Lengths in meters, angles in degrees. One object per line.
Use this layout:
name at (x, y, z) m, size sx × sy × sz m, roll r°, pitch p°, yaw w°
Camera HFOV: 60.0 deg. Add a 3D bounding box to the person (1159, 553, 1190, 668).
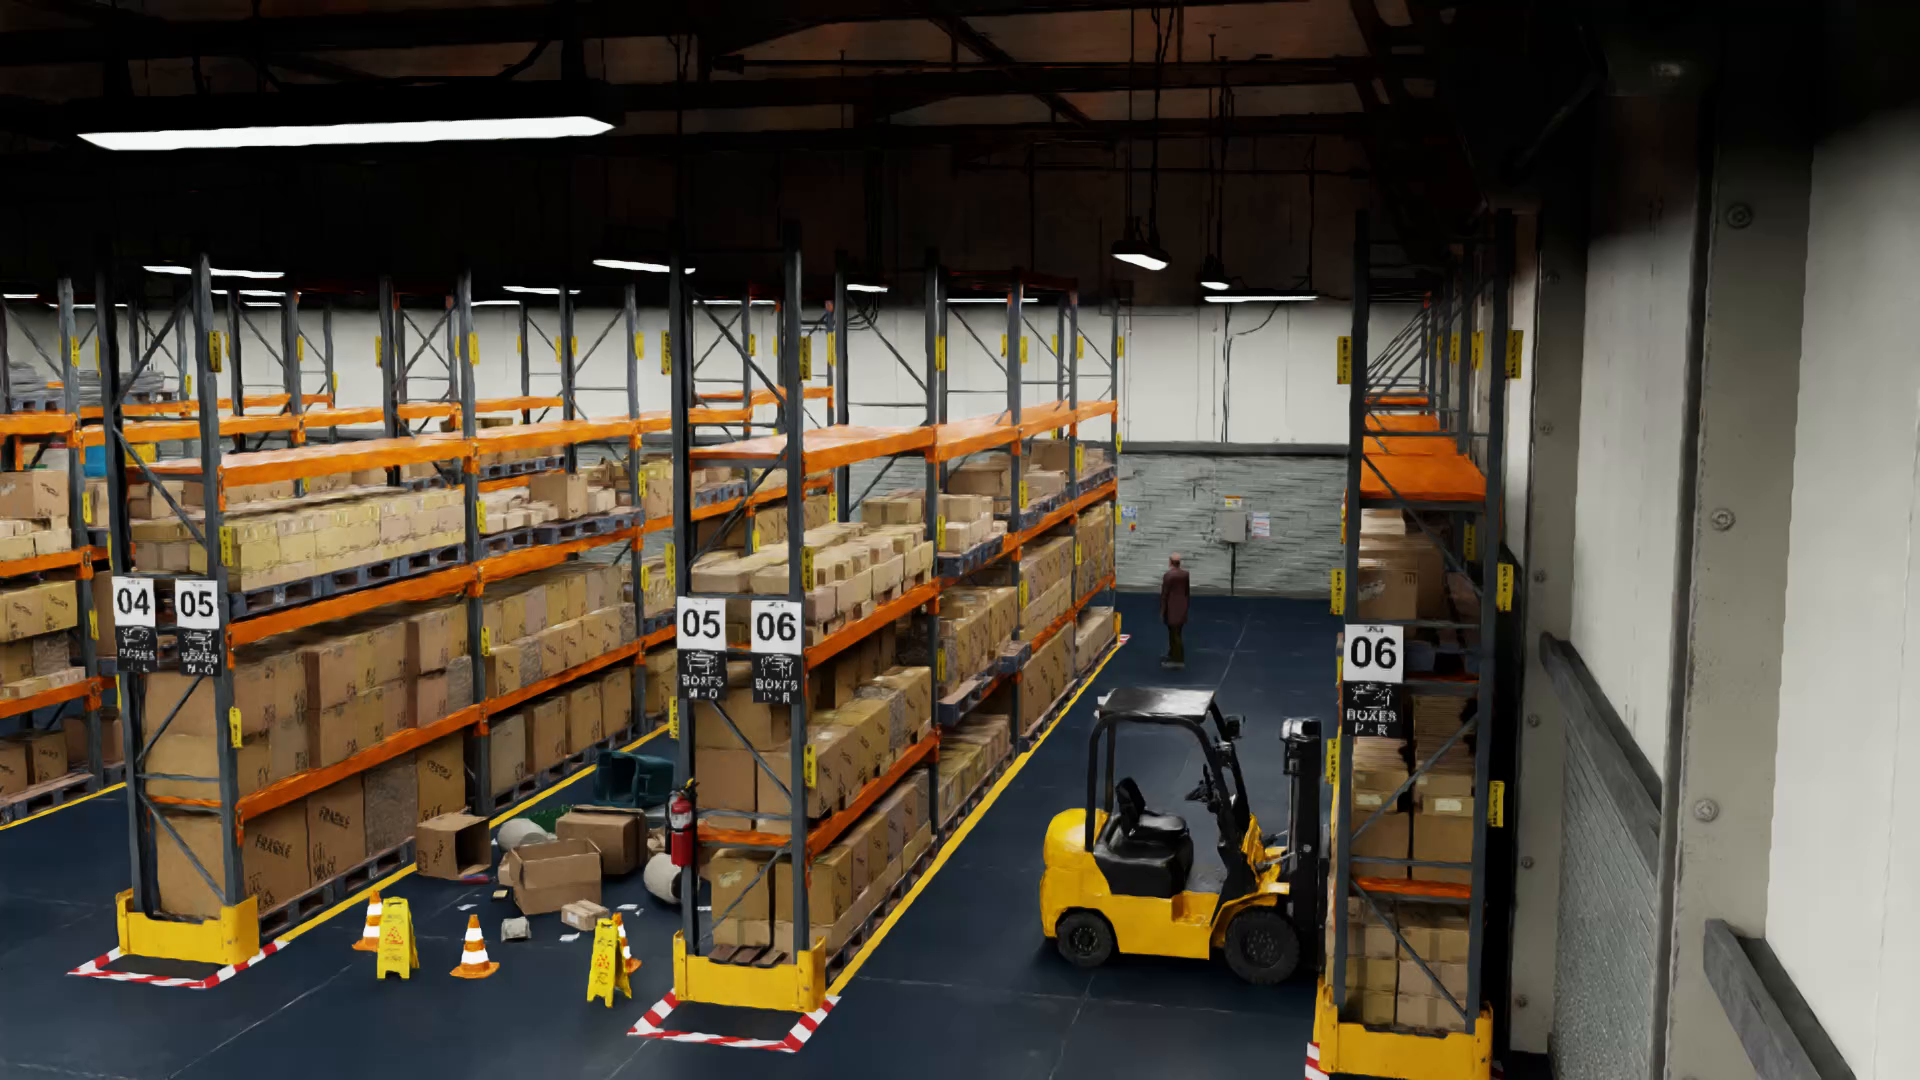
person at (3.348, 1.080, 26.161) m, size 0.637 × 1.775 × 0.676 m, roll 6°, pitch 9°, yaw 42°
